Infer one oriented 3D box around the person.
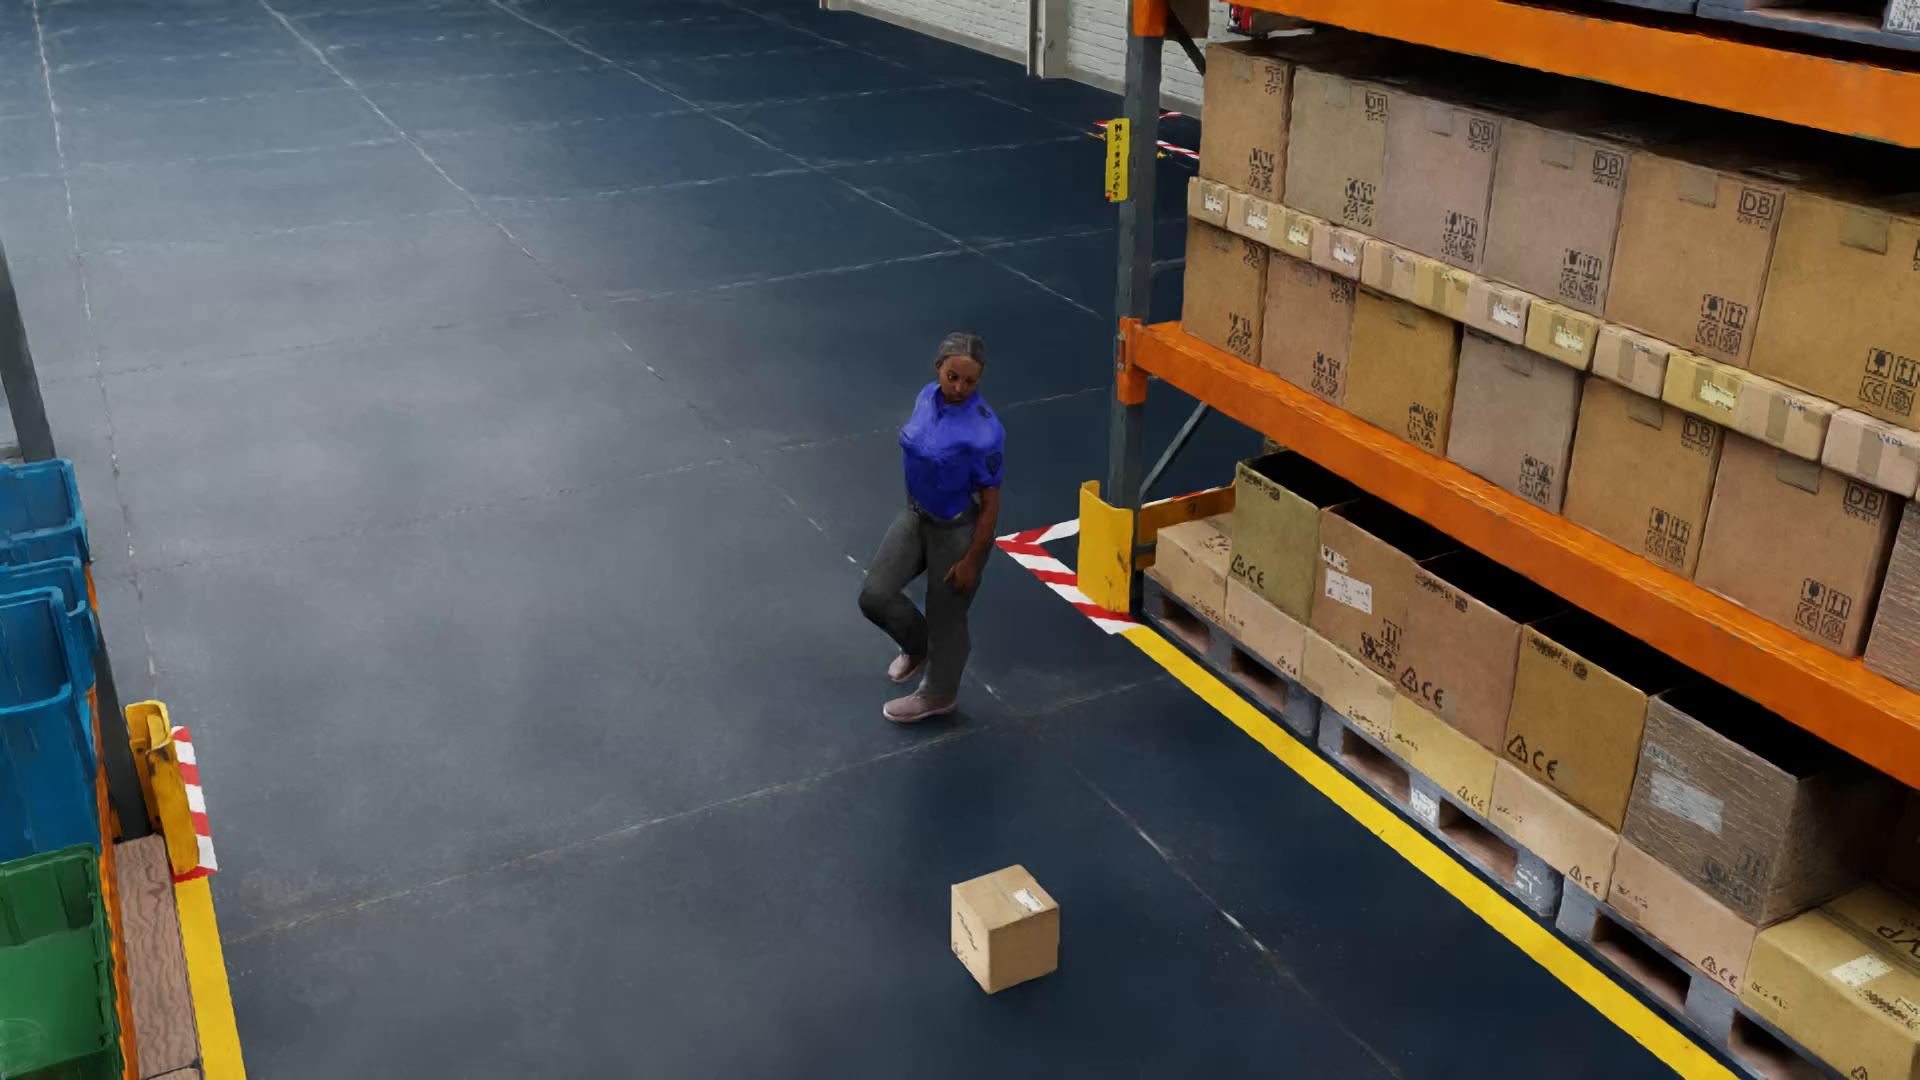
[{"bbox_3d":[-0.137,-0.017,6.136,0.427,1.650,0.664,-17,30,-31],"label":"person"}]
